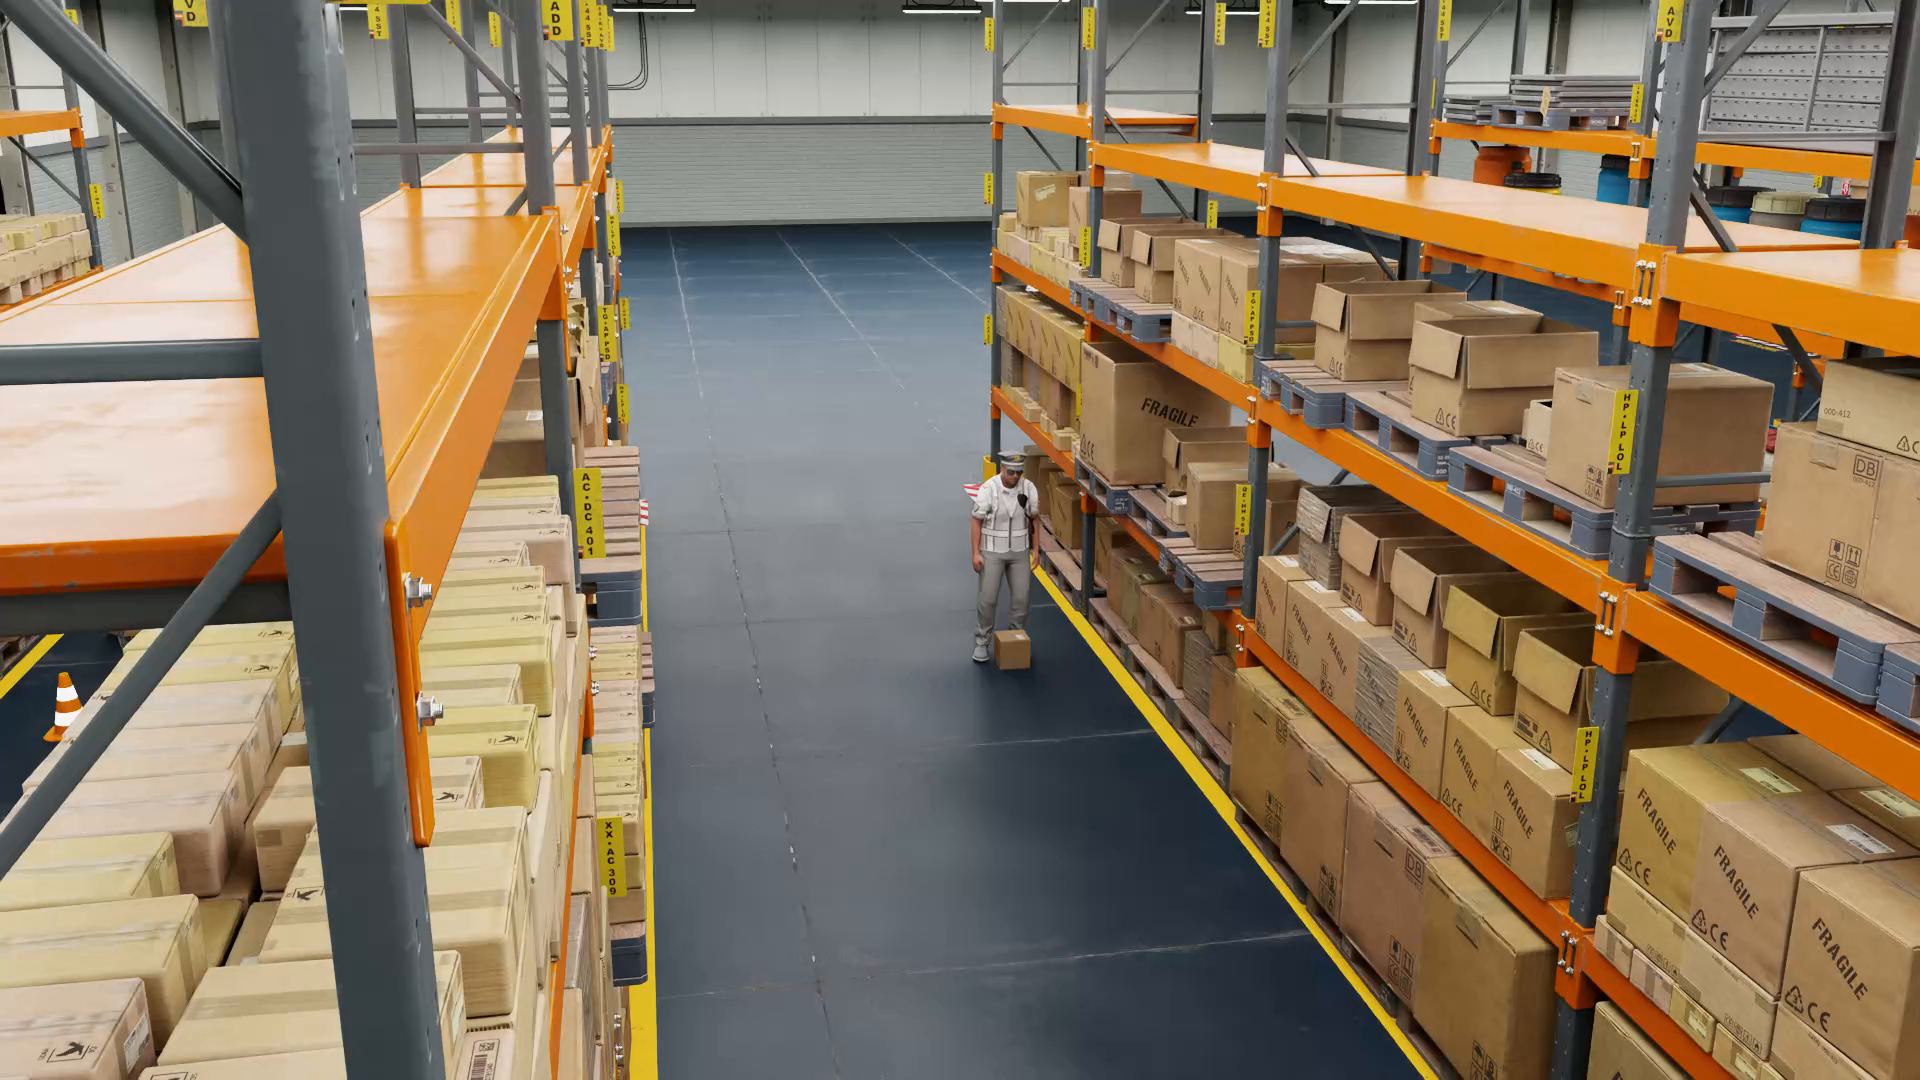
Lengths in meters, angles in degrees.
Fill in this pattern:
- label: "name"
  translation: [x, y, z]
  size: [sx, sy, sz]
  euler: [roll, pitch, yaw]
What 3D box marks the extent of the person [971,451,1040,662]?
- label: "person"
  translation: [0.369, 0.102, 13.671]
  size: [0.598, 1.747, 0.437]
  euler: [-4, 17, -14]
